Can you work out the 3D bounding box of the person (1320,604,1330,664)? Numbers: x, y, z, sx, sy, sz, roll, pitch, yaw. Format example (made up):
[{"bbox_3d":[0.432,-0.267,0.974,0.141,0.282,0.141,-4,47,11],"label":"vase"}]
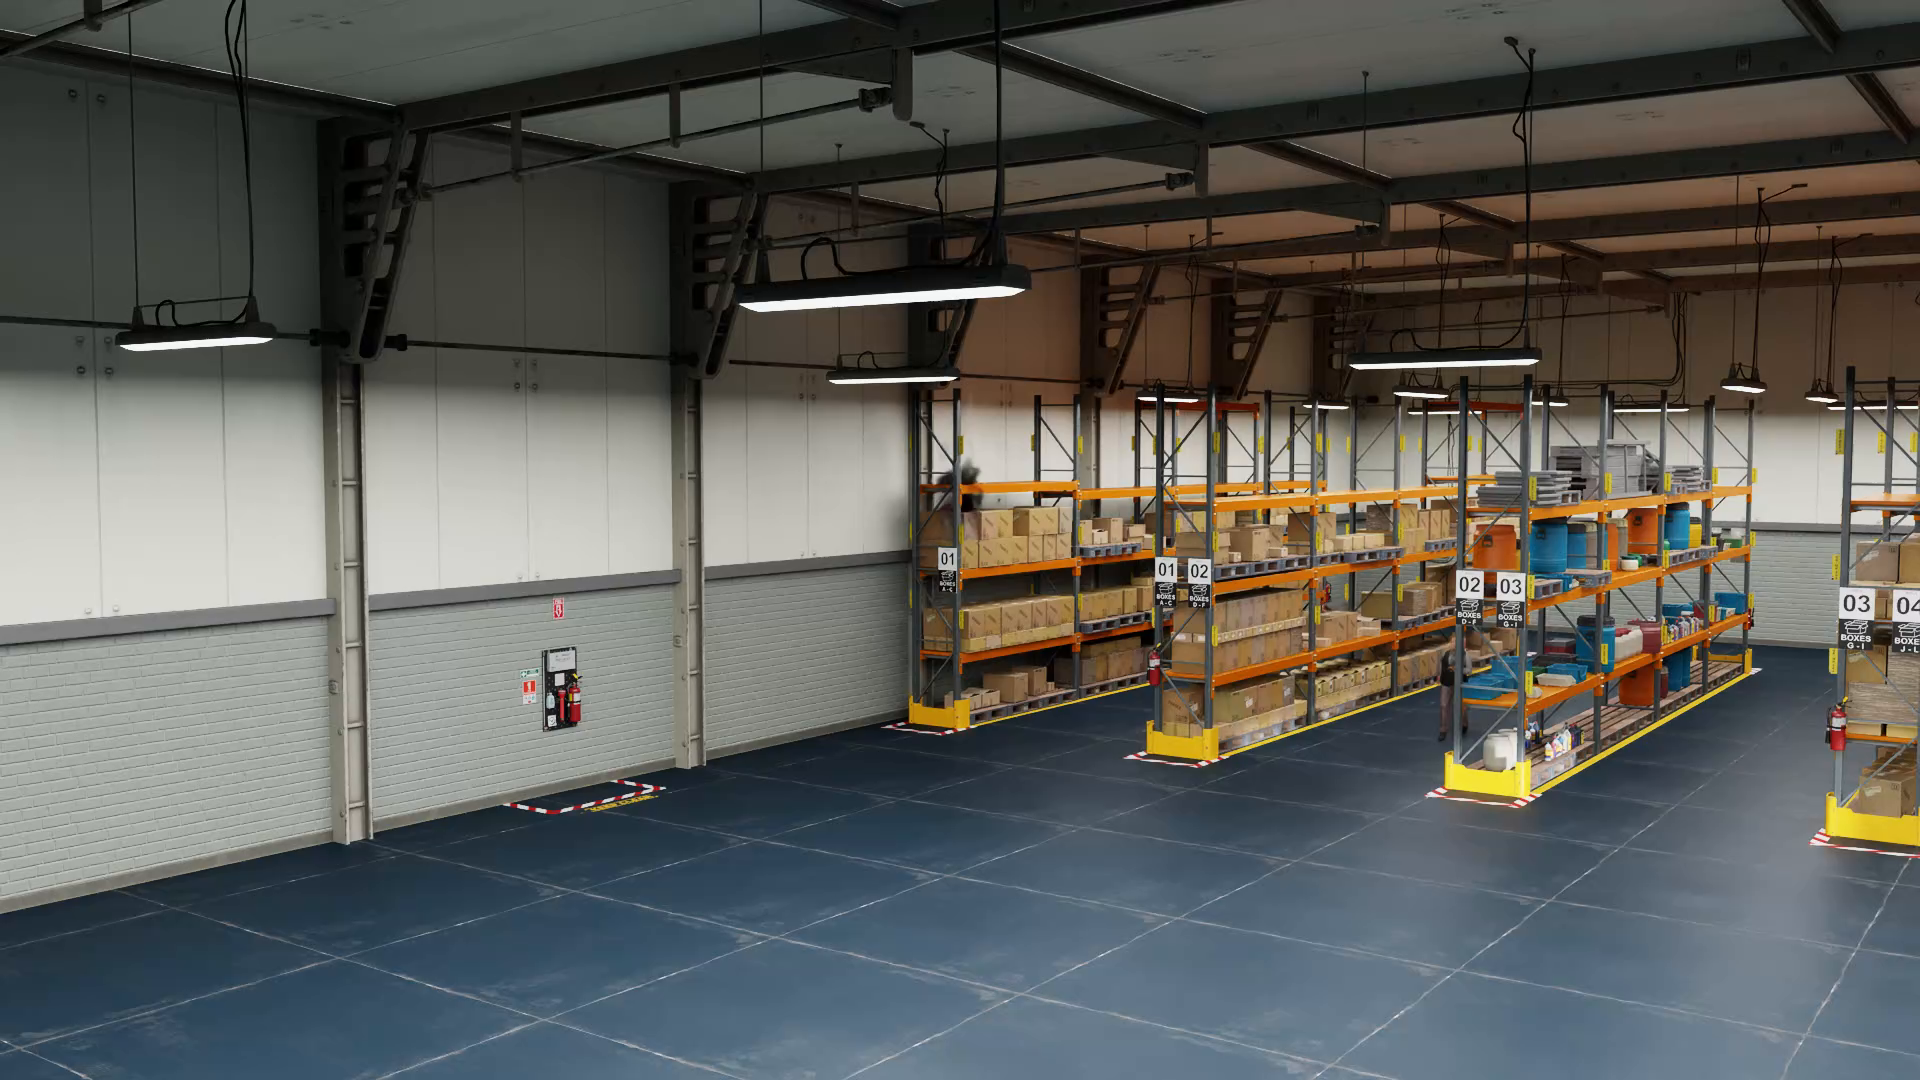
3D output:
[{"bbox_3d":[7.828,2.168,35.815,0.521,1.561,0.570,2,4,32],"label":"person"}]

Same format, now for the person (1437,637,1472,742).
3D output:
[{"bbox_3d":[8.380,2.505,28.217,0.645,1.732,0.906,2,4,34],"label":"person"}]
